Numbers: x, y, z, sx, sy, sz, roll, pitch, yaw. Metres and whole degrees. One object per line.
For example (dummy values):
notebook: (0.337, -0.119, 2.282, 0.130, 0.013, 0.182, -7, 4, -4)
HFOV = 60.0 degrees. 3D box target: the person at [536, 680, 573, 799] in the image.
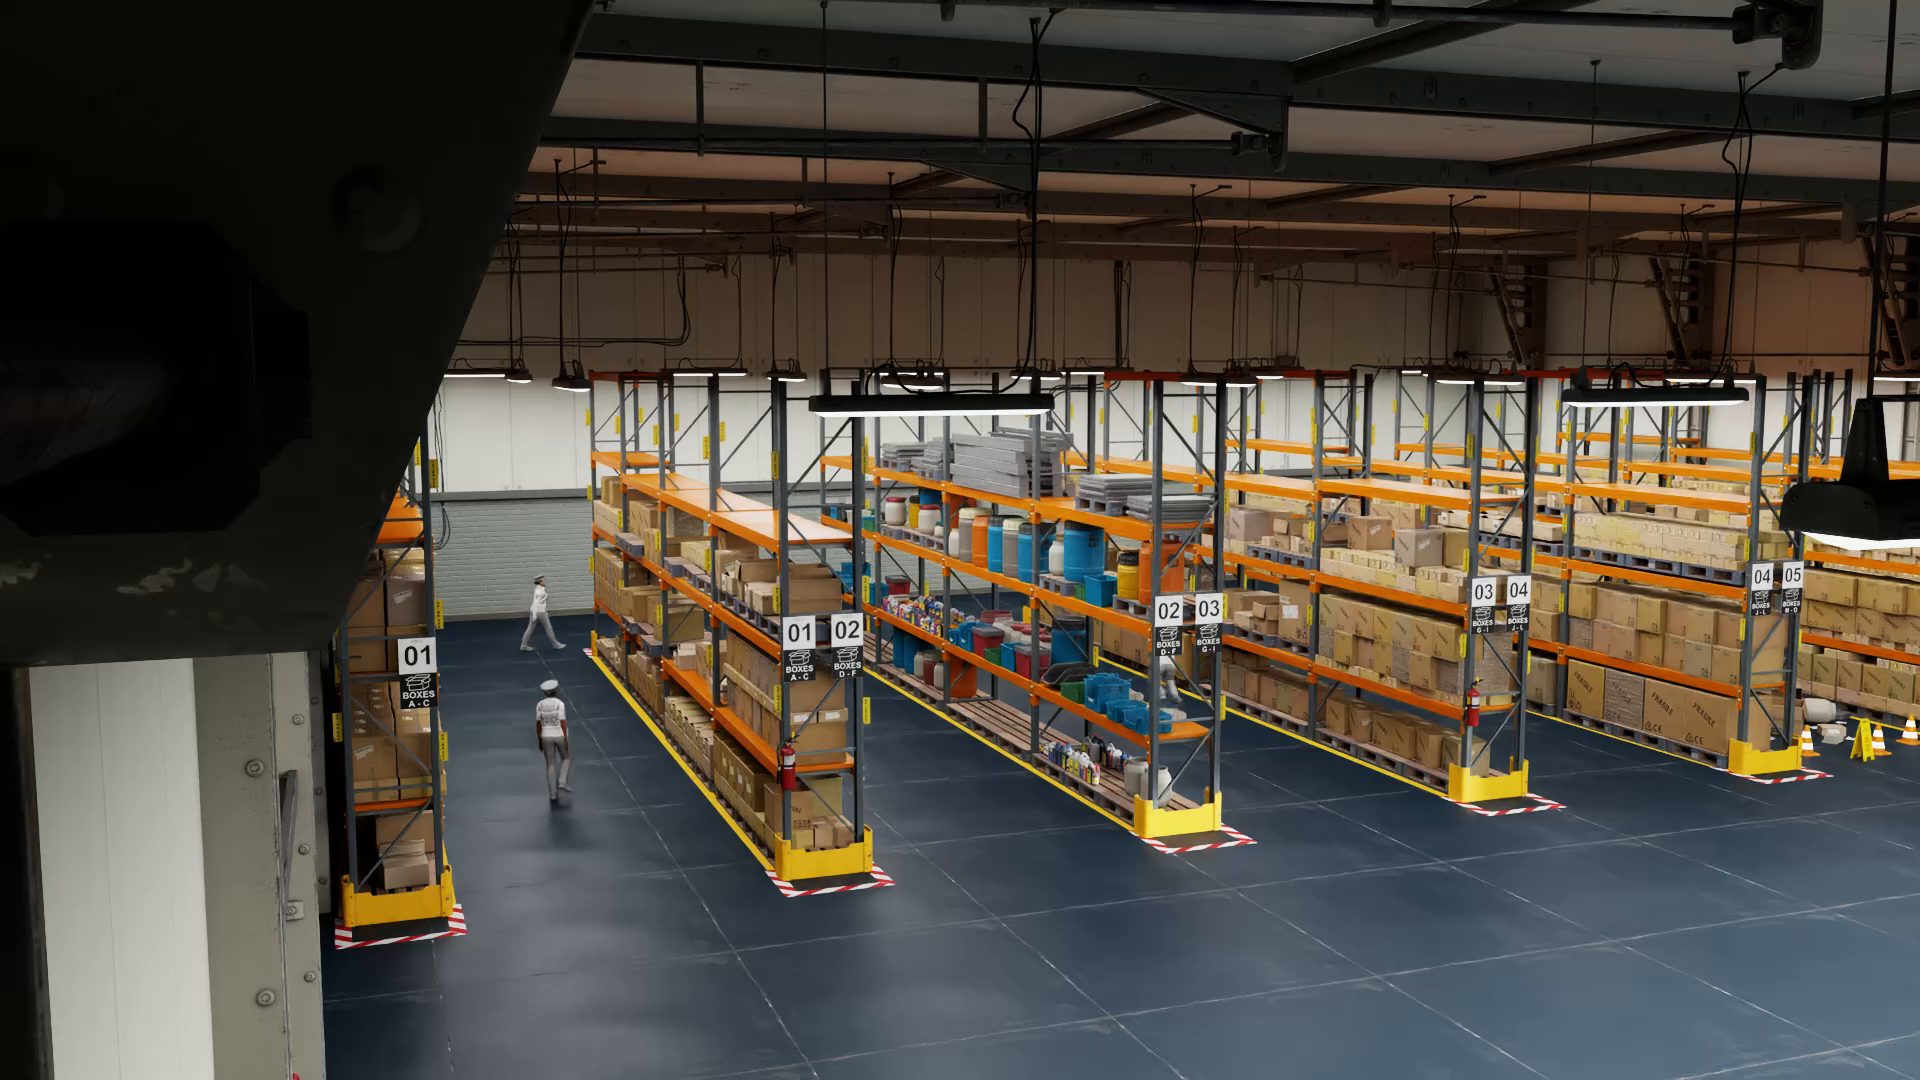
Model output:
person: (-5.793, 2.844, 23.749, 0.499, 1.674, 0.444, -1, 6, -9)

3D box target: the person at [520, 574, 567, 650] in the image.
person: (-8.973, 1.524, 35.611, 0.978, 1.619, 0.450, -4, 8, -35)

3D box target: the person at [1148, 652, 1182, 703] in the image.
person: (3.592, 2.126, 29.270, 0.548, 1.496, 0.639, -2, 7, -18)

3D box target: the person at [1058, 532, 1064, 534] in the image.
person: (2.562, 0.693, 42.649, 0.522, 1.791, 0.606, -5, 8, -39)
